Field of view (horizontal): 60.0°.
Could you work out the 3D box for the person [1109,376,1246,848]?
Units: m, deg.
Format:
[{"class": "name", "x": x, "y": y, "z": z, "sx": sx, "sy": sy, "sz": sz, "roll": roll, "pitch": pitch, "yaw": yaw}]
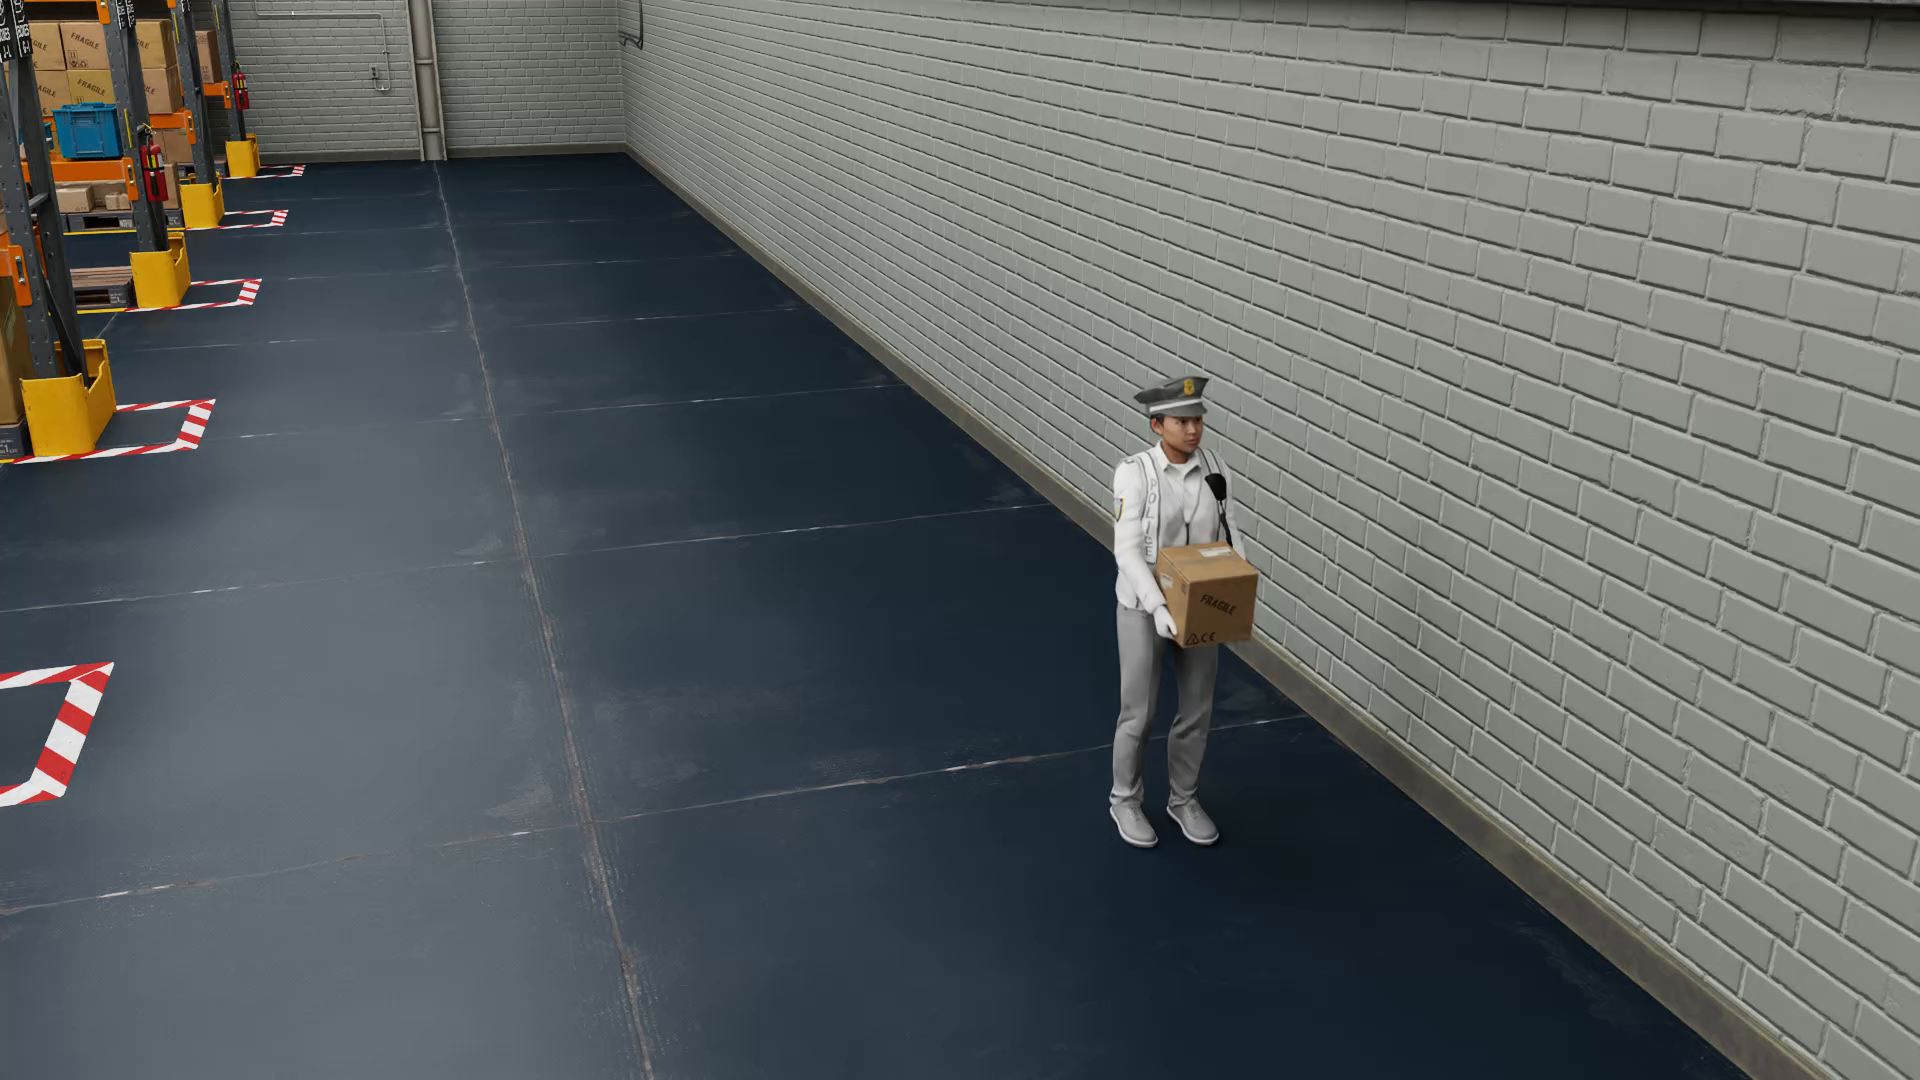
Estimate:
[{"class": "person", "x": 0.759, "y": 0.269, "z": 5.771, "sx": 0.457, "sy": 1.690, "sz": 0.539, "roll": -6, "pitch": 20, "yaw": -17}]
